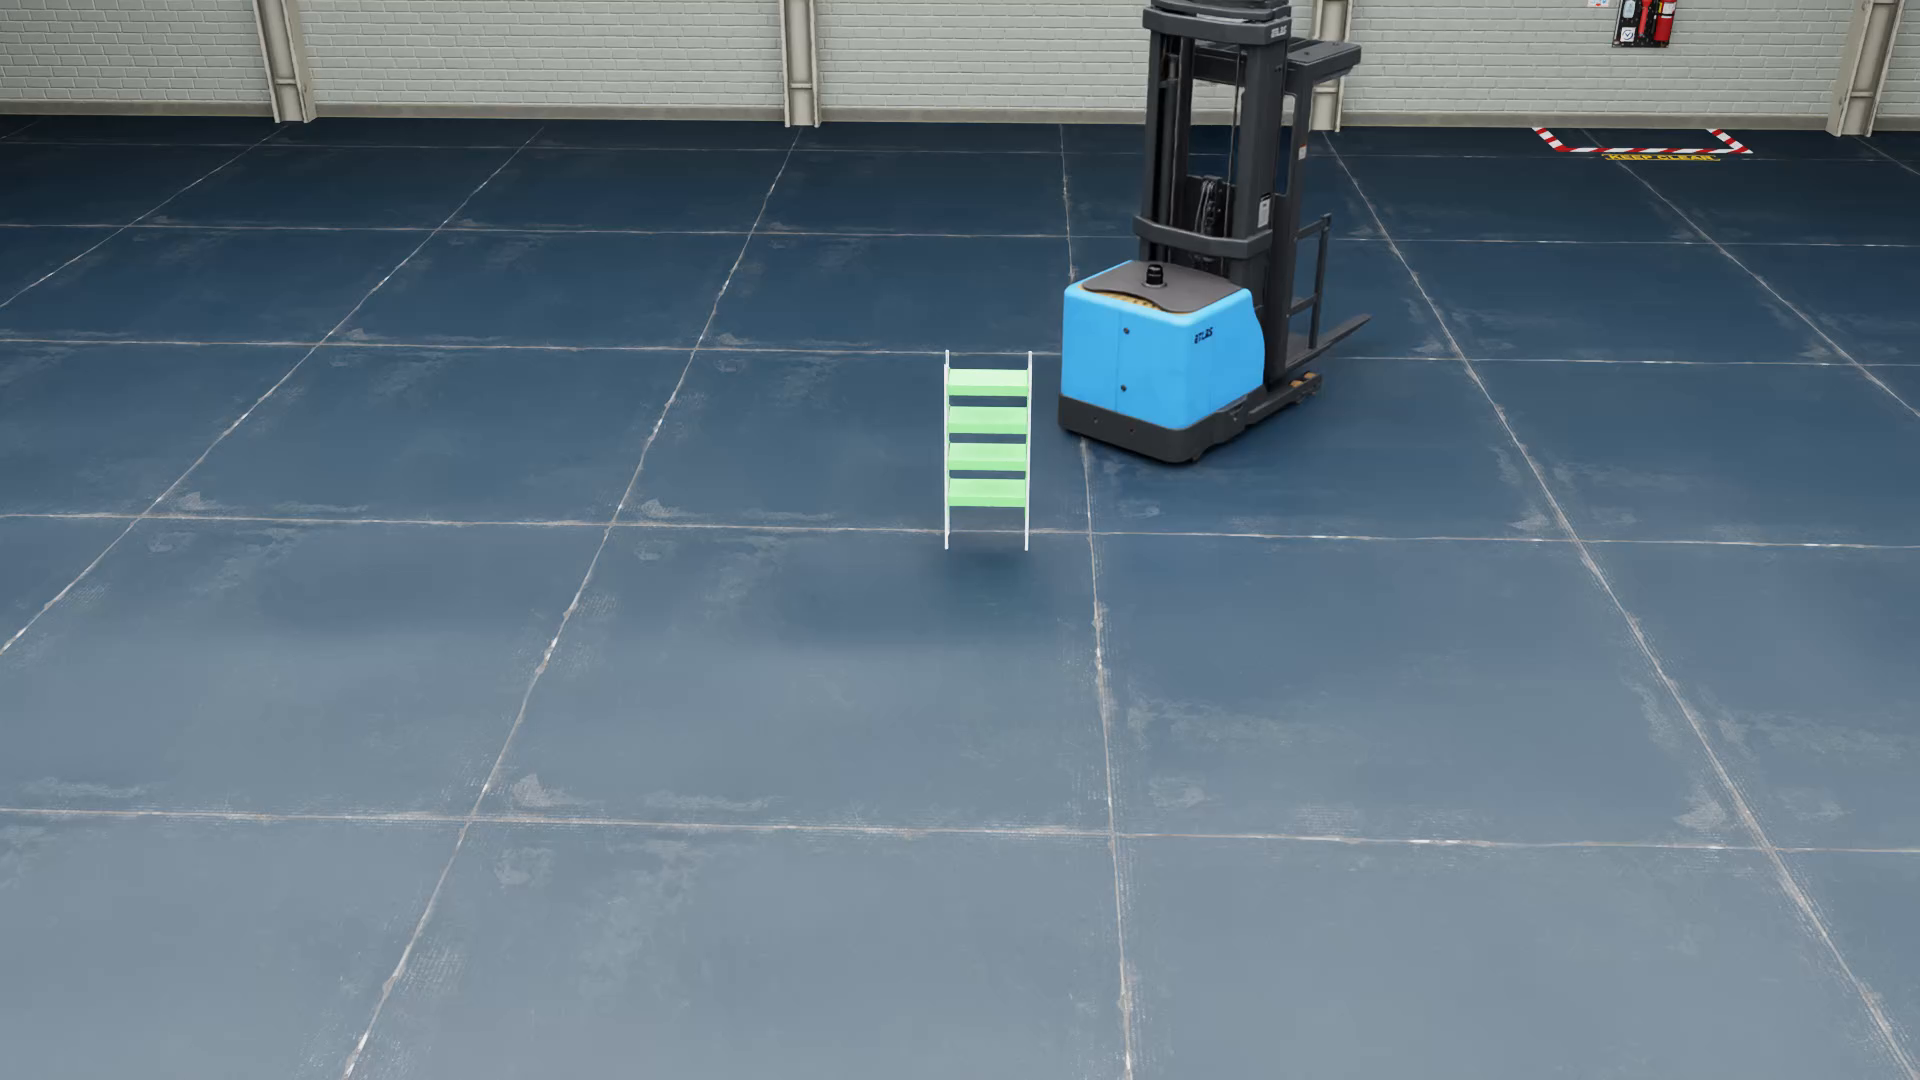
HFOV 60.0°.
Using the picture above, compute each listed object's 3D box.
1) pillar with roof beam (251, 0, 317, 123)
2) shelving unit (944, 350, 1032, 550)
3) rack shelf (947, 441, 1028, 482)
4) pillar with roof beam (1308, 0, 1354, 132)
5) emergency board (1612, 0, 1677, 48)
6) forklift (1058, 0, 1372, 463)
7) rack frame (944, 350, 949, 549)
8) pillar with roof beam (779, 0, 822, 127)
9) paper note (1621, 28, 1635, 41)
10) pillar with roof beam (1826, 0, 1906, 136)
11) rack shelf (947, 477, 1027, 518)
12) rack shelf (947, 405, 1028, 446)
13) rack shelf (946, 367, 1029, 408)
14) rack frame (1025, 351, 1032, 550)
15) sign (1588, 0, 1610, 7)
[{"bbox_3d":[-7.976,-6.921,13.699,0.400,9.000,9.100,1,28,2],"label":"pillar with roof beam"},{"bbox_3d":[0.165,-0.527,9.964,0.503,1.200,0.258,1,28,2],"label":"shelving unit"},{"bbox_3d":[0.165,-0.471,9.994,0.480,0.148,0.258,1,28,2],"label":"rack shelf"},{"bbox_3d":[4.017,-6.723,13.325,0.400,9.000,9.100,1,28,2],"label":"pillar with roof beam"},{"bbox_3d":[7.697,-6.047,18.455,0.643,1.169,0.194,1,28,2],"label":"emergency board"},{"bbox_3d":[2.018,-2.426,11.697,1.130,2.935,3.031,22,35,35],"label":"forklift"},{"bbox_3d":[-0.078,-0.531,9.971,0.015,1.200,0.240,1,28,2],"label":"rack frame"},{"bbox_3d":[-1.980,-6.822,13.512,0.400,9.000,9.100,1,28,2],"label":"pillar with roof beam"},{"bbox_3d":[7.522,-5.693,18.727,0.142,0.148,0.016,1,28,2],"label":"paper note"},{"bbox_3d":[10.013,-6.624,13.138,0.400,9.000,9.100,1,28,2],"label":"pillar with roof beam"},{"bbox_3d":[0.165,-0.259,10.106,0.480,0.148,0.258,1,28,2],"label":"rack shelf"},{"bbox_3d":[0.165,-0.683,9.881,0.480,0.148,0.258,1,28,2],"label":"rack shelf"},{"bbox_3d":[0.165,-0.895,9.769,0.480,0.148,0.258,1,28,2],"label":"rack shelf"},{"bbox_3d":[0.409,-0.523,9.956,0.015,1.200,0.240,1,28,2],"label":"rack frame"},{"bbox_3d":[7.148,-6.120,18.555,0.234,0.329,0.001,1,28,2],"label":"sign"}]
